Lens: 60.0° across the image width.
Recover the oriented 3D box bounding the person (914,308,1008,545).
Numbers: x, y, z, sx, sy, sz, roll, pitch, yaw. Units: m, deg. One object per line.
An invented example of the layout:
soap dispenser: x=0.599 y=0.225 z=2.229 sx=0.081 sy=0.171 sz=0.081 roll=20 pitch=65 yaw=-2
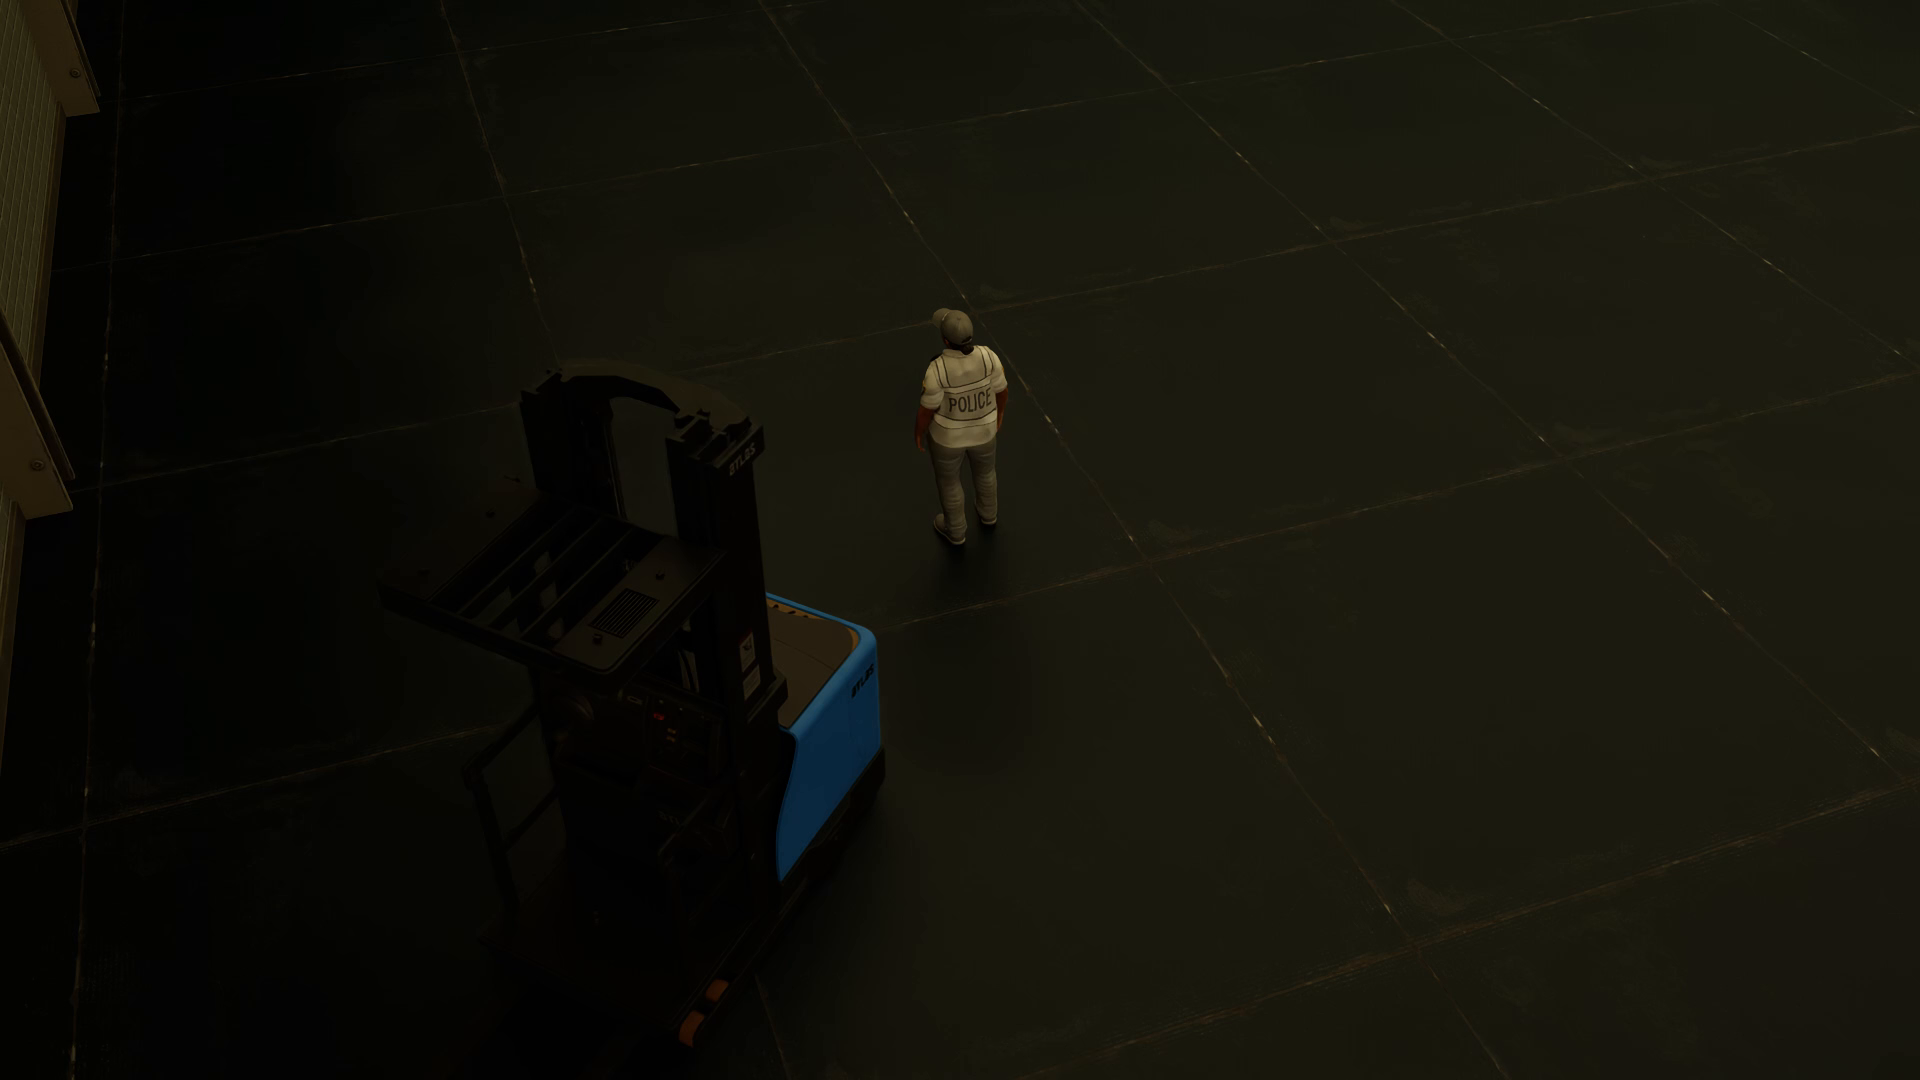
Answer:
person: x=-0.005 y=-0.695 z=9.797 sx=0.598 sy=1.670 sz=0.529 roll=-13 pitch=42 yaw=-15

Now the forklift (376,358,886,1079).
forklift: x=-1.510 y=0.844 z=6.991 sx=1.130 sy=2.935 sz=3.031 roll=18 pitch=43 yaw=20
